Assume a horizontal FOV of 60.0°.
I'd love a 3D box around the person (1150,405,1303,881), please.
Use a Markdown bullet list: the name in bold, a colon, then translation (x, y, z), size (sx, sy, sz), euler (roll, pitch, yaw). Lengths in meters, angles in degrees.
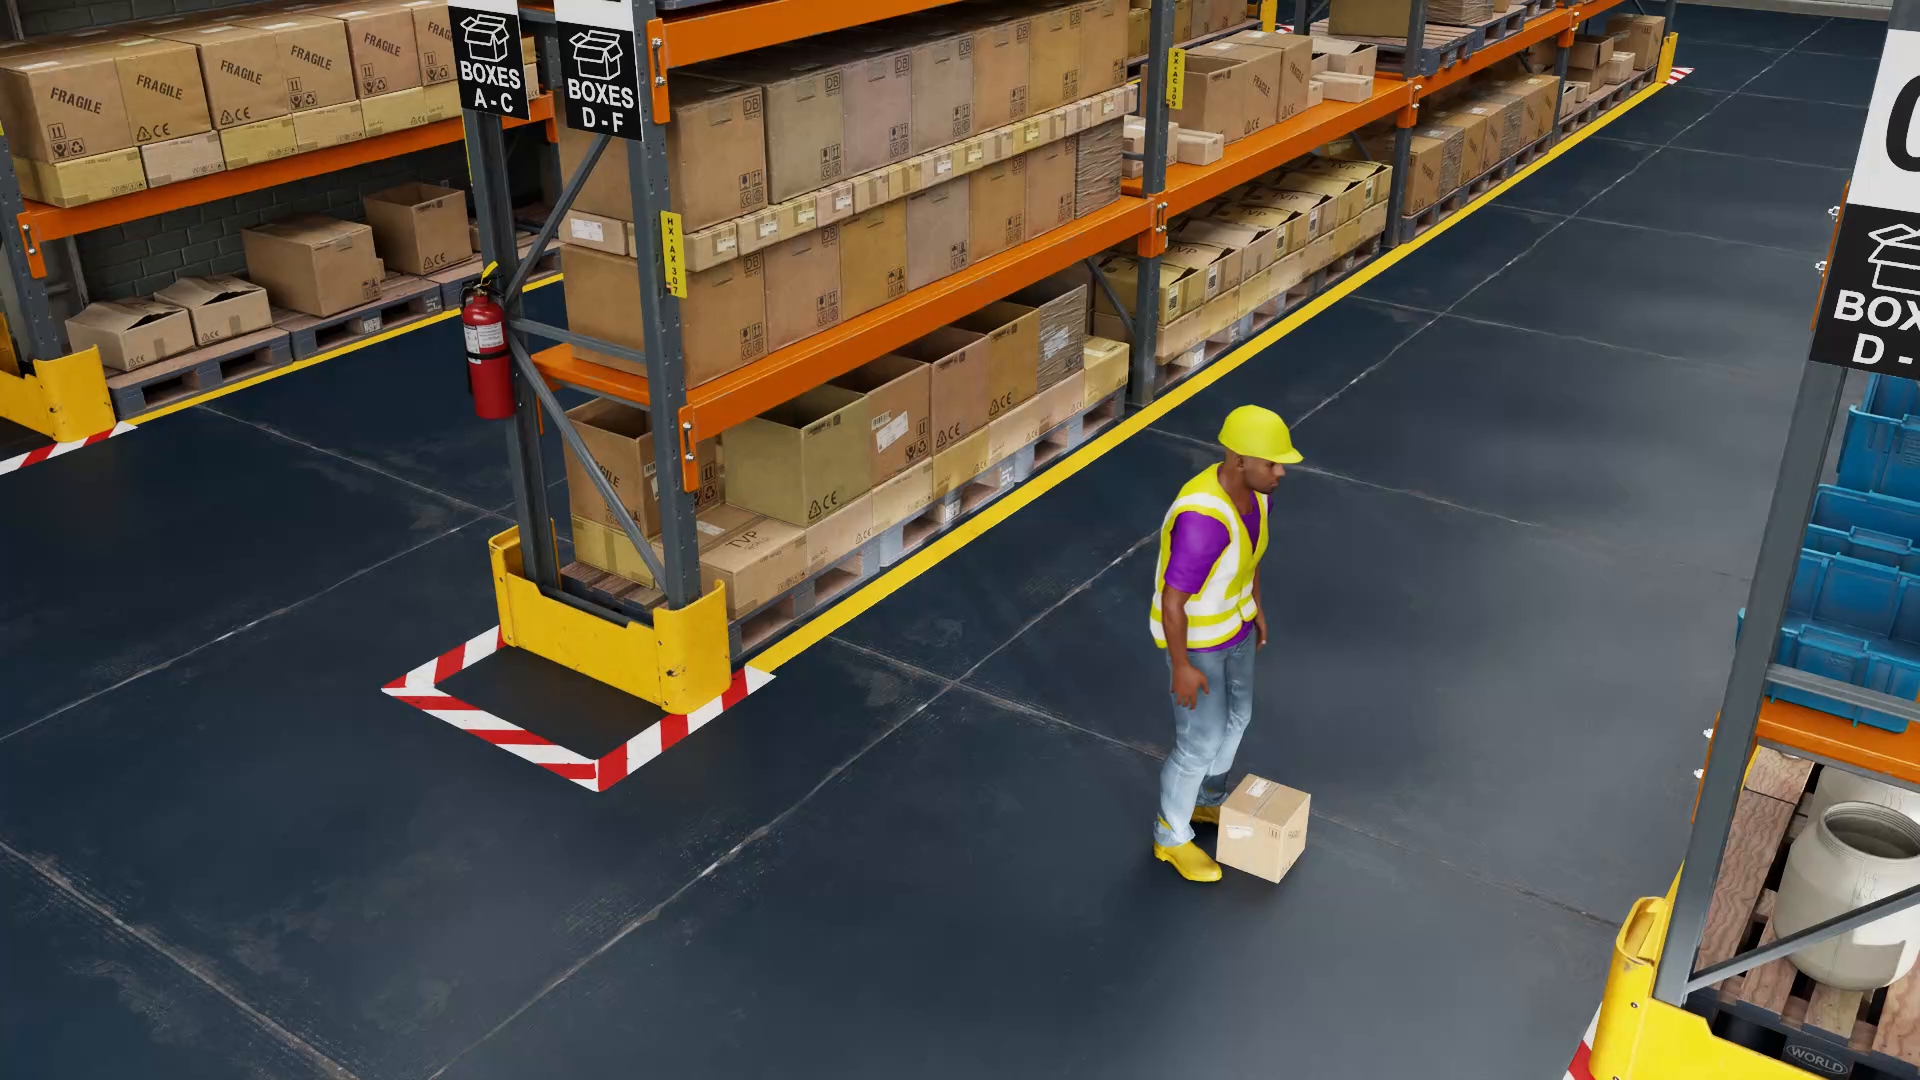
- **person**: translation (0.922, 0.341, 5.922), size (0.460, 1.760, 0.627), euler (17, 32, 31)
